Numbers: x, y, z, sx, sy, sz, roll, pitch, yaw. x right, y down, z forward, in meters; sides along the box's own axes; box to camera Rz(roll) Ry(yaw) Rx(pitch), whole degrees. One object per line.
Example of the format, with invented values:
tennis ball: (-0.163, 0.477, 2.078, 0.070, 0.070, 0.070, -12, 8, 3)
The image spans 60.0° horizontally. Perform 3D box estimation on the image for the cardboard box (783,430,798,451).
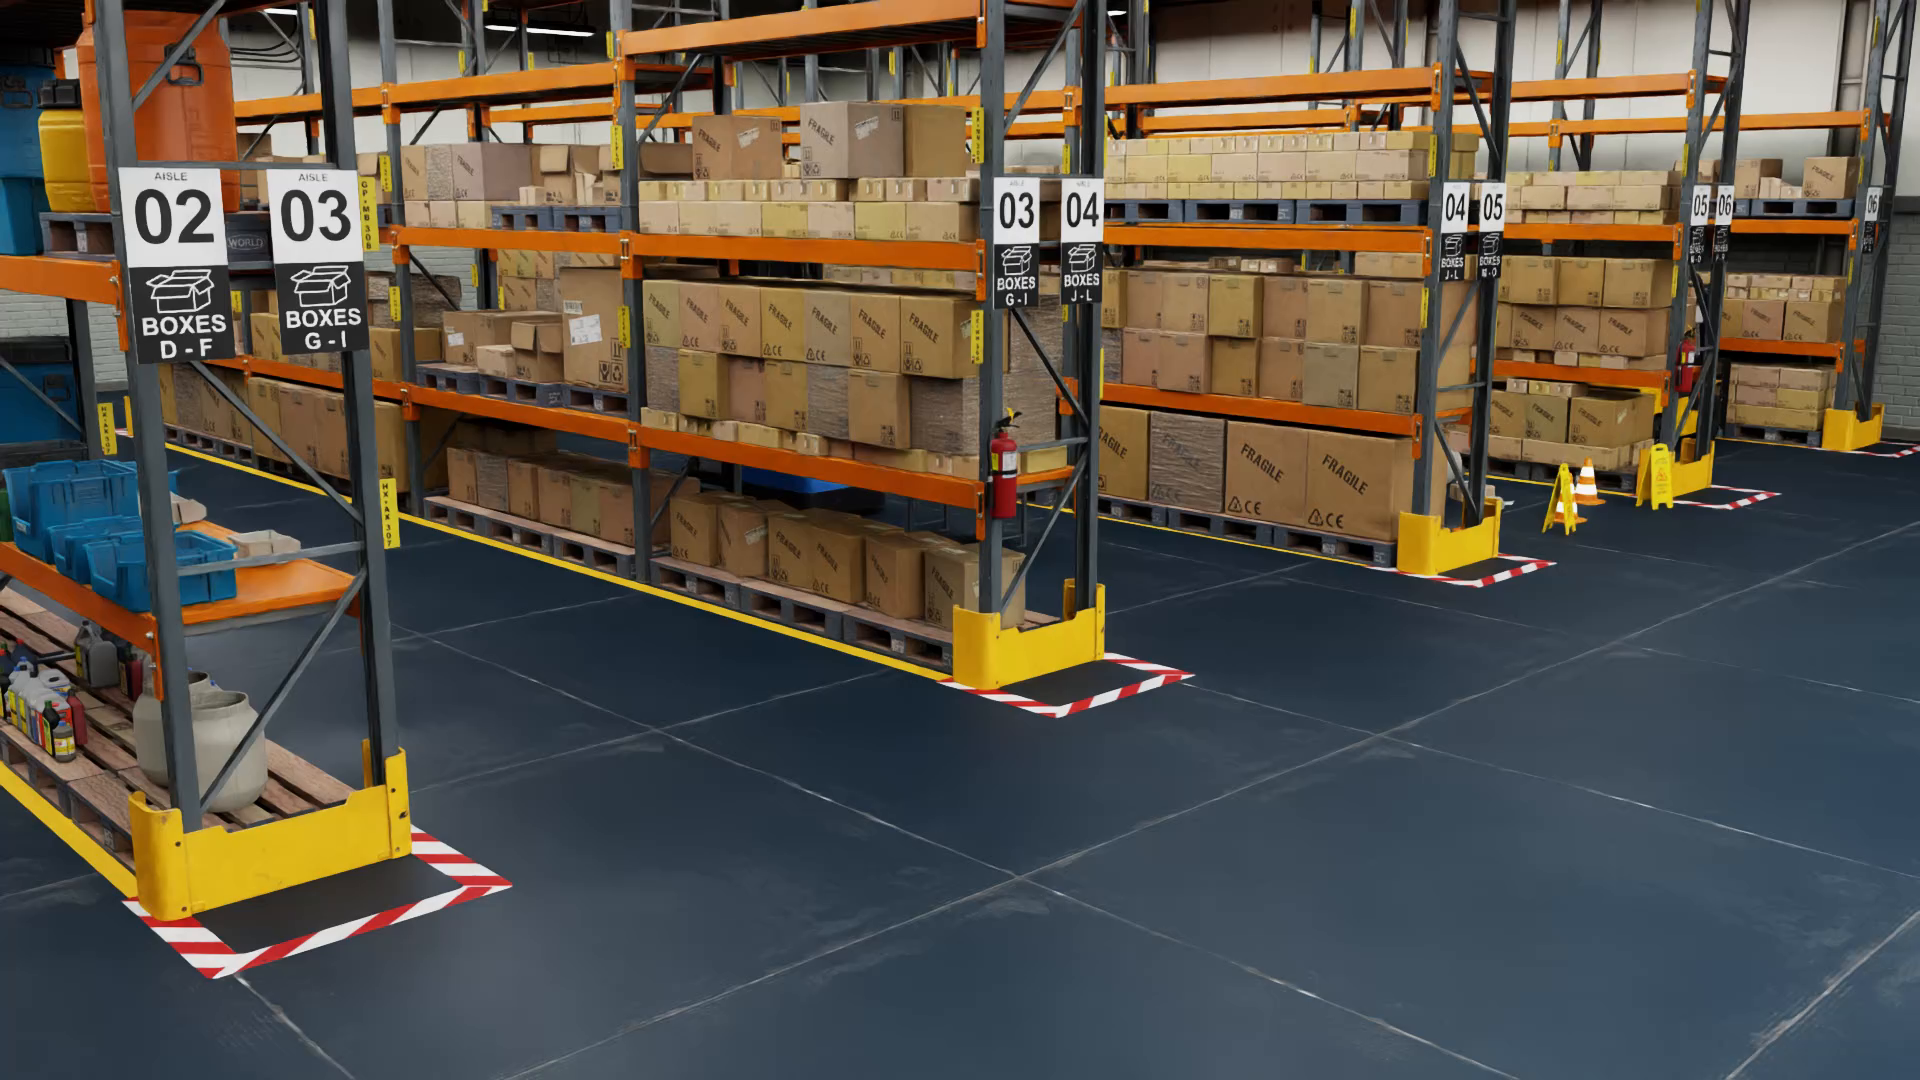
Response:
cardboard box: (-1.058, -0.741, 12.034, 0.380, 0.149, 0.250, -11, 16, -43)

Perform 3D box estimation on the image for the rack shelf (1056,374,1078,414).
rack shelf: (0.036, -1.800, 18.337, 1.077, 0.370, 4.000, -11, 16, -43)

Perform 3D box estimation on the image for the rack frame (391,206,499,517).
rack frame: (-5.003, -1.768, 16.398, 1.000, 3.000, 0.127, -11, 16, -43)

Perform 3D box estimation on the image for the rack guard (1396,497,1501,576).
rack guard: (4.196, -0.049, 14.249, 1.175, 0.500, 0.348, -11, 16, -43)

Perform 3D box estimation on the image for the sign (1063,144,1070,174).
sign: (1.031, -3.660, 16.087, 0.100, 0.325, 0.005, -11, 16, -43)

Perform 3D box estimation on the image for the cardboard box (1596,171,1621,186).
cardboard box: (6.902, -3.804, 17.493, 0.380, 0.149, 0.250, -11, 16, -43)

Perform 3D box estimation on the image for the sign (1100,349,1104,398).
sign: (0.914, -1.100, 11.011, 0.100, 0.325, 0.005, -11, 16, -43)

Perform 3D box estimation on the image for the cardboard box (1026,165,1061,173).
cardboard box: (1.344, -4.991, 23.319, 0.500, 0.500, 0.700, 11, 16, 42)

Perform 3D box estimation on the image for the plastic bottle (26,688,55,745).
plastic bottle: (-4.896, 0.940, 8.911, 0.135, 0.276, 0.152, 11, 16, 44)

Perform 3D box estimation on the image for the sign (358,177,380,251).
sign: (-2.659, -1.460, 7.446, 0.100, 0.325, 0.005, -11, 16, -43)

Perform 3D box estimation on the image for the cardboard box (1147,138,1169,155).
cardboard box: (1.949, -3.640, 15.411, 0.380, 0.149, 0.250, -11, 16, -43)

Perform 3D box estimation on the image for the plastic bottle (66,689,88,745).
plastic bottle: (-4.723, 0.942, 8.885, 0.061, 0.283, 0.133, -11, 16, -43)

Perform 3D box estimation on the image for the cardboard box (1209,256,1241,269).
cardboard box: (3.499, -3.668, 21.985, 0.250, 0.149, 0.380, 11, 16, 42)

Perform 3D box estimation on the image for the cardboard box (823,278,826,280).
cardboard box: (-2.170, -4.038, 27.168, 0.500, 0.500, 0.500, -10, 15, -41)

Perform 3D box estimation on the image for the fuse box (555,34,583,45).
fuse box: (-7.435, -9.602, 31.628, 0.513, 0.334, 0.176, -11, 16, -43)

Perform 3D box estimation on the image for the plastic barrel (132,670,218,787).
plastic barrel: (-3.916, 0.944, 8.359, 0.421, 0.512, 0.421, 0, 12, 0)

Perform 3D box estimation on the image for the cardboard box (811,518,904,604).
cardboard box: (-0.753, 0.148, 12.251, 0.500, 0.500, 0.500, -9, 15, -37)

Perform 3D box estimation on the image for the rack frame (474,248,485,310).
rack frame: (-6.870, -3.612, 25.348, 1.000, 3.000, 0.127, -11, 16, -43)

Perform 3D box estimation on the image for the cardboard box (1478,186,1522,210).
cardboard box: (6.082, -3.782, 18.374, 0.500, 0.250, 0.500, -11, 16, -42)

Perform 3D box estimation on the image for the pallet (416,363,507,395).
pallet: (-4.434, -1.585, 15.985, 1.213, 0.211, 1.003, -11, 16, -43)

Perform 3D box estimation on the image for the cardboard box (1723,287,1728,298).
cardboard box: (9.931, -3.236, 21.667, 0.380, 0.149, 0.250, -11, 16, -42)

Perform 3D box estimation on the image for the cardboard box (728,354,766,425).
cardboard box: (-1.236, -1.168, 12.500, 0.875, 0.500, 0.500, -11, 16, -43)

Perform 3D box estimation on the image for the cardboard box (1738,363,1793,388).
cardboard box: (10.376, -2.120, 21.401, 0.500, 0.250, 0.500, -11, 16, -42)

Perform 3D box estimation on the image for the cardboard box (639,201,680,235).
cardboard box: (-2.115, -2.479, 12.785, 0.500, 0.250, 0.500, 11, 16, 43)

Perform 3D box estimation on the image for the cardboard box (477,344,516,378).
cardboard box: (-4.012, -1.624, 15.028, 0.500, 0.250, 0.500, 11, 16, 44)

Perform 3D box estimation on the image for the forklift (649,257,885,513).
forklift: (-2.165, -1.855, 16.989, 3.031, 2.935, 1.130, 11, 16, 43)

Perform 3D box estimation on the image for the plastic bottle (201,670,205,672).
plastic bottle: (-4.230, 0.861, 9.278, 0.061, 0.283, 0.133, -11, 16, -42)

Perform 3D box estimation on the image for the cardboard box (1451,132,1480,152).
cardboard box: (4.179, -3.361, 14.056, 0.380, 0.149, 0.250, -11, 16, -42)

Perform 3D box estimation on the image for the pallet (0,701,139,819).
pallet: (-4.542, 1.154, 9.127, 1.003, 0.211, 1.213, -11, 16, -43)

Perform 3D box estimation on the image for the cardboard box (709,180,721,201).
cardboard box: (-1.633, -2.583, 12.304, 0.380, 0.149, 0.250, -10, 15, -41)

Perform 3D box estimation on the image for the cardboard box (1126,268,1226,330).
cardboard box: (2.110, -2.340, 16.128, 0.875, 0.550, 0.550, -11, 16, -43)

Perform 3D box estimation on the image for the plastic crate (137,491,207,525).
plastic crate: (-4.518, -0.163, 9.262, 0.530, 0.136, 0.437, -11, 16, -43)

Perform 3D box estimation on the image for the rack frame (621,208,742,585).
rack frame: (-2.240, -1.184, 13.564, 1.000, 3.000, 0.127, -11, 16, -43)

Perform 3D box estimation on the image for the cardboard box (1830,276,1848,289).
cardboard box: (11.199, -3.265, 21.071, 0.380, 0.149, 0.250, -11, 16, -44)

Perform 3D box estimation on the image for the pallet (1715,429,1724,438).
pallet: (9.880, -1.592, 22.453, 1.003, 0.211, 1.213, -11, 16, -43)

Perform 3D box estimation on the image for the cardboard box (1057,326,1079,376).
cardboard box: (0.863, -1.949, 17.026, 0.500, 0.500, 0.500, -11, 16, -43)

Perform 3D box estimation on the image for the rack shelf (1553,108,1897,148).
rack shelf: (9.896, -5.356, 21.718, 1.077, 0.370, 4.000, -11, 16, -43)

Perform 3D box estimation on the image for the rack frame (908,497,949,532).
rack frame: (-0.292, -0.796, 15.398, 0.500, 1.500, 0.032, -11, 16, -43)

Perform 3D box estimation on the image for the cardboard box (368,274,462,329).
cardboard box: (-5.496, -2.417, 16.816, 0.797, 0.503, 0.637, -10, 15, -41)

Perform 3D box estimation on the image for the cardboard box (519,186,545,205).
cardboard box: (-3.608, -3.004, 14.504, 0.250, 0.166, 0.380, 11, 16, 44)

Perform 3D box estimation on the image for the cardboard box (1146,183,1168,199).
cardboard box: (1.947, -3.250, 15.493, 0.380, 0.149, 0.250, -11, 16, -43)

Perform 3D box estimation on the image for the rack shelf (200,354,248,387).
rack shelf: (-9.146, -2.291, 20.721, 1.077, 0.370, 4.000, -11, 16, -43)

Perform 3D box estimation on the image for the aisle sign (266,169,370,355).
aisle sign: (-2.799, -1.214, 7.266, 0.394, 0.787, 0.004, -11, 16, -43)

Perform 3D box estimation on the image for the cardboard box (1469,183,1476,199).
cardboard box: (4.174, -2.972, 14.144, 0.380, 0.149, 0.250, -11, 16, -42)

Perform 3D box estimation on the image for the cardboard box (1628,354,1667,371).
cardboard box: (7.276, -1.883, 17.579, 0.380, 0.149, 0.250, -10, 15, -41)

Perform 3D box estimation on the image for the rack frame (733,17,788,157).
rack frame: (-3.360, -7.255, 28.163, 1.000, 3.000, 0.127, -11, 16, -43)

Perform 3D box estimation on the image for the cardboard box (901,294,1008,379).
cardboard box: (-0.037, -1.331, 10.812, 0.500, 0.500, 0.500, -11, 16, -43)

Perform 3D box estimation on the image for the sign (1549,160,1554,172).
sign: (8.129, -5.057, 22.867, 0.100, 0.325, 0.005, -11, 16, -43)

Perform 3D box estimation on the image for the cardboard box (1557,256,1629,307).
cardboard box: (6.835, -2.785, 17.871, 0.700, 0.500, 0.500, -11, 16, -42)

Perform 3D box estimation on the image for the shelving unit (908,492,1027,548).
shelving unit: (0.059, -0.722, 15.038, 0.538, 1.500, 1.048, -11, 16, -43)

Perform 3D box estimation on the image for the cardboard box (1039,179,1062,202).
cardboard box: (0.499, -2.264, 10.755, 0.380, 0.149, 0.250, -11, 16, -43)

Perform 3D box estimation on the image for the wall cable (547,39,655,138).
wall cable: (-6.946, -8.150, 32.508, 2.355, 3.000, 0.029, -11, 16, -43)

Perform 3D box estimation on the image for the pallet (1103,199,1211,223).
pallet: (1.974, -3.165, 15.967, 1.003, 0.211, 1.213, -11, 16, -43)

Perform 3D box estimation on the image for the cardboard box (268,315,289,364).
cardboard box: (-7.280, -2.226, 18.371, 0.500, 0.500, 0.500, -11, 16, -42)

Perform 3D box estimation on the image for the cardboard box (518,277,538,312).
cardboard box: (-6.043, -3.555, 24.086, 0.500, 0.500, 0.500, -11, 16, -42)

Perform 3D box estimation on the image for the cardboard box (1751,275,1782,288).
cardboard box: (10.366, -3.322, 21.347, 0.380, 0.149, 0.250, -11, 16, -42)

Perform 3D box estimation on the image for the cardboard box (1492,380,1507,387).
cardboard box: (6.235, -1.594, 19.469, 0.500, 0.500, 0.500, -10, 15, -40)
